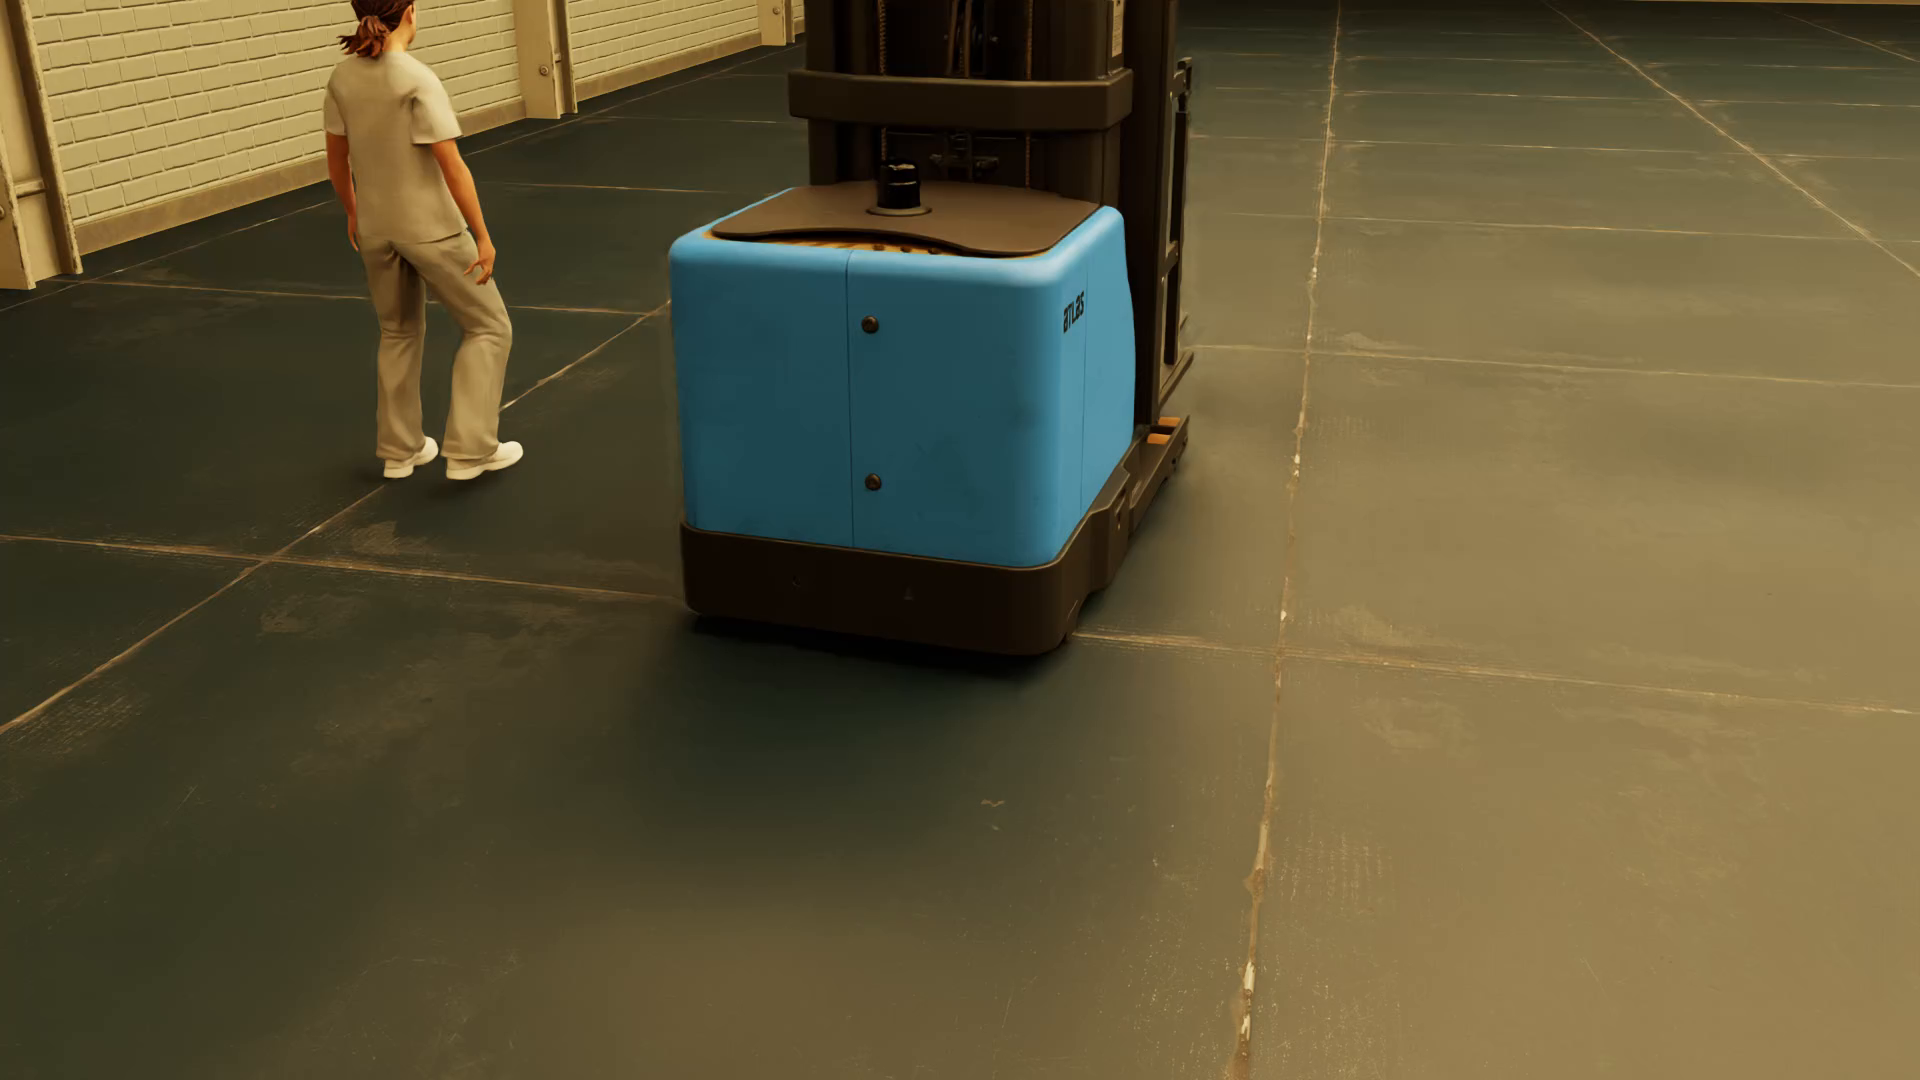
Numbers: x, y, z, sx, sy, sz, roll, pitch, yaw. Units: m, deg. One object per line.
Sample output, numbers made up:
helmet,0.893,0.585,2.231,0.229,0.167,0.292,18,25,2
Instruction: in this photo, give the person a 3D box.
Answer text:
person,-1.748,-0.981,5.356,0.613,1.660,0.405,9,24,20

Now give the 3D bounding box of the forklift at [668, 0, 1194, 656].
forklift,0.169,-1.589,5.164,1.130,2.935,3.031,7,23,16
